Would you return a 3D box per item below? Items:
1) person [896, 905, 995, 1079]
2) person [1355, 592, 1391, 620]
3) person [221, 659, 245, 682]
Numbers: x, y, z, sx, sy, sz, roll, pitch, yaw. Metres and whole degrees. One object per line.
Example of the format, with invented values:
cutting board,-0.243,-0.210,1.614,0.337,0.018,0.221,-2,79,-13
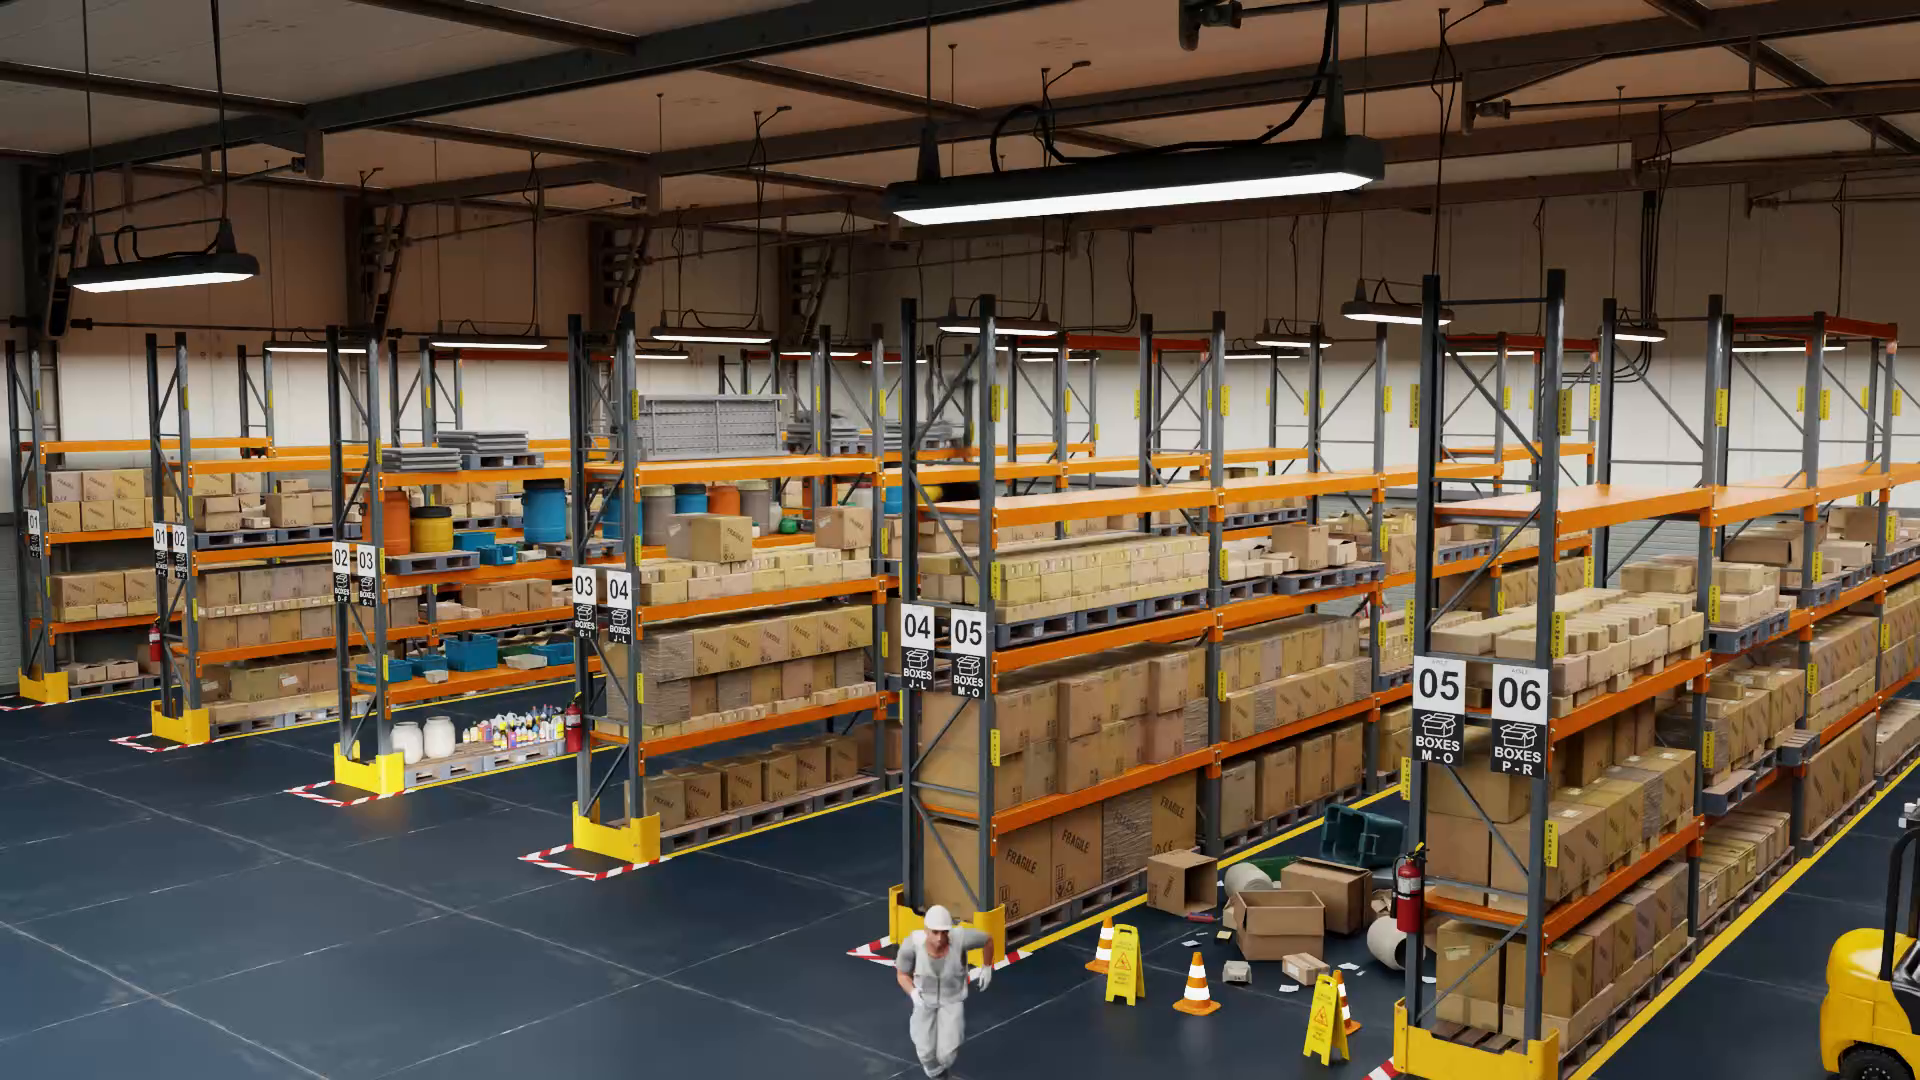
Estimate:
person,-0.102,3.307,11.797,0.696,1.599,0.830,0,5,1
person,7.635,1.566,30.671,0.709,1.694,0.640,1,5,6
person,-12.138,1.884,27.627,0.684,1.599,0.867,1,5,7
